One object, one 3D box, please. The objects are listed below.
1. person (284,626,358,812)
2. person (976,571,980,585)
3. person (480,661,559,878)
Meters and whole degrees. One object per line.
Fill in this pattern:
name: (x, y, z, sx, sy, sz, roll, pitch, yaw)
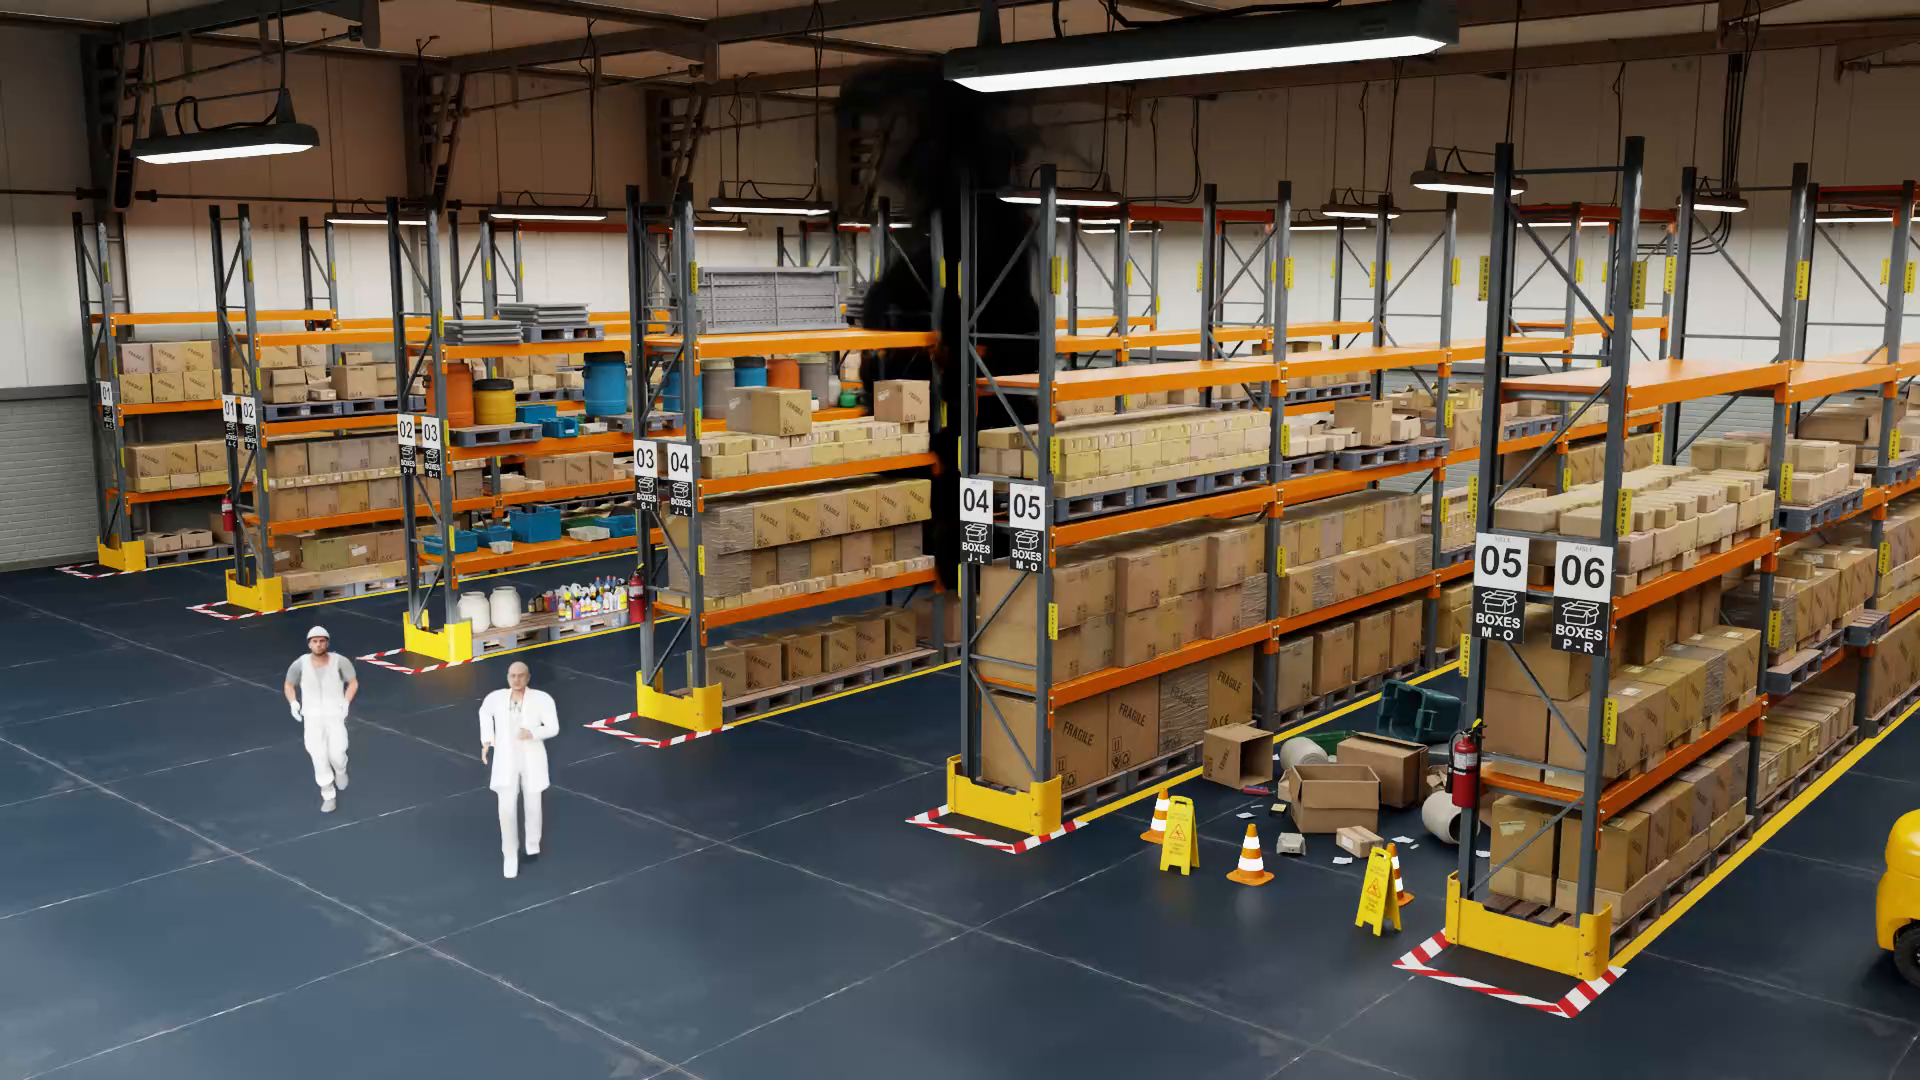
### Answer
person: (-6.107, 1.678, 15.930, 0.668, 1.753, 0.666, -3, 10, -17)
person: (0.439, 0.190, 25.162, 0.539, 1.731, 0.761, 8, 12, 40)
person: (-3.776, 1.995, 14.279, 0.667, 1.749, 0.820, -2, 10, -12)
